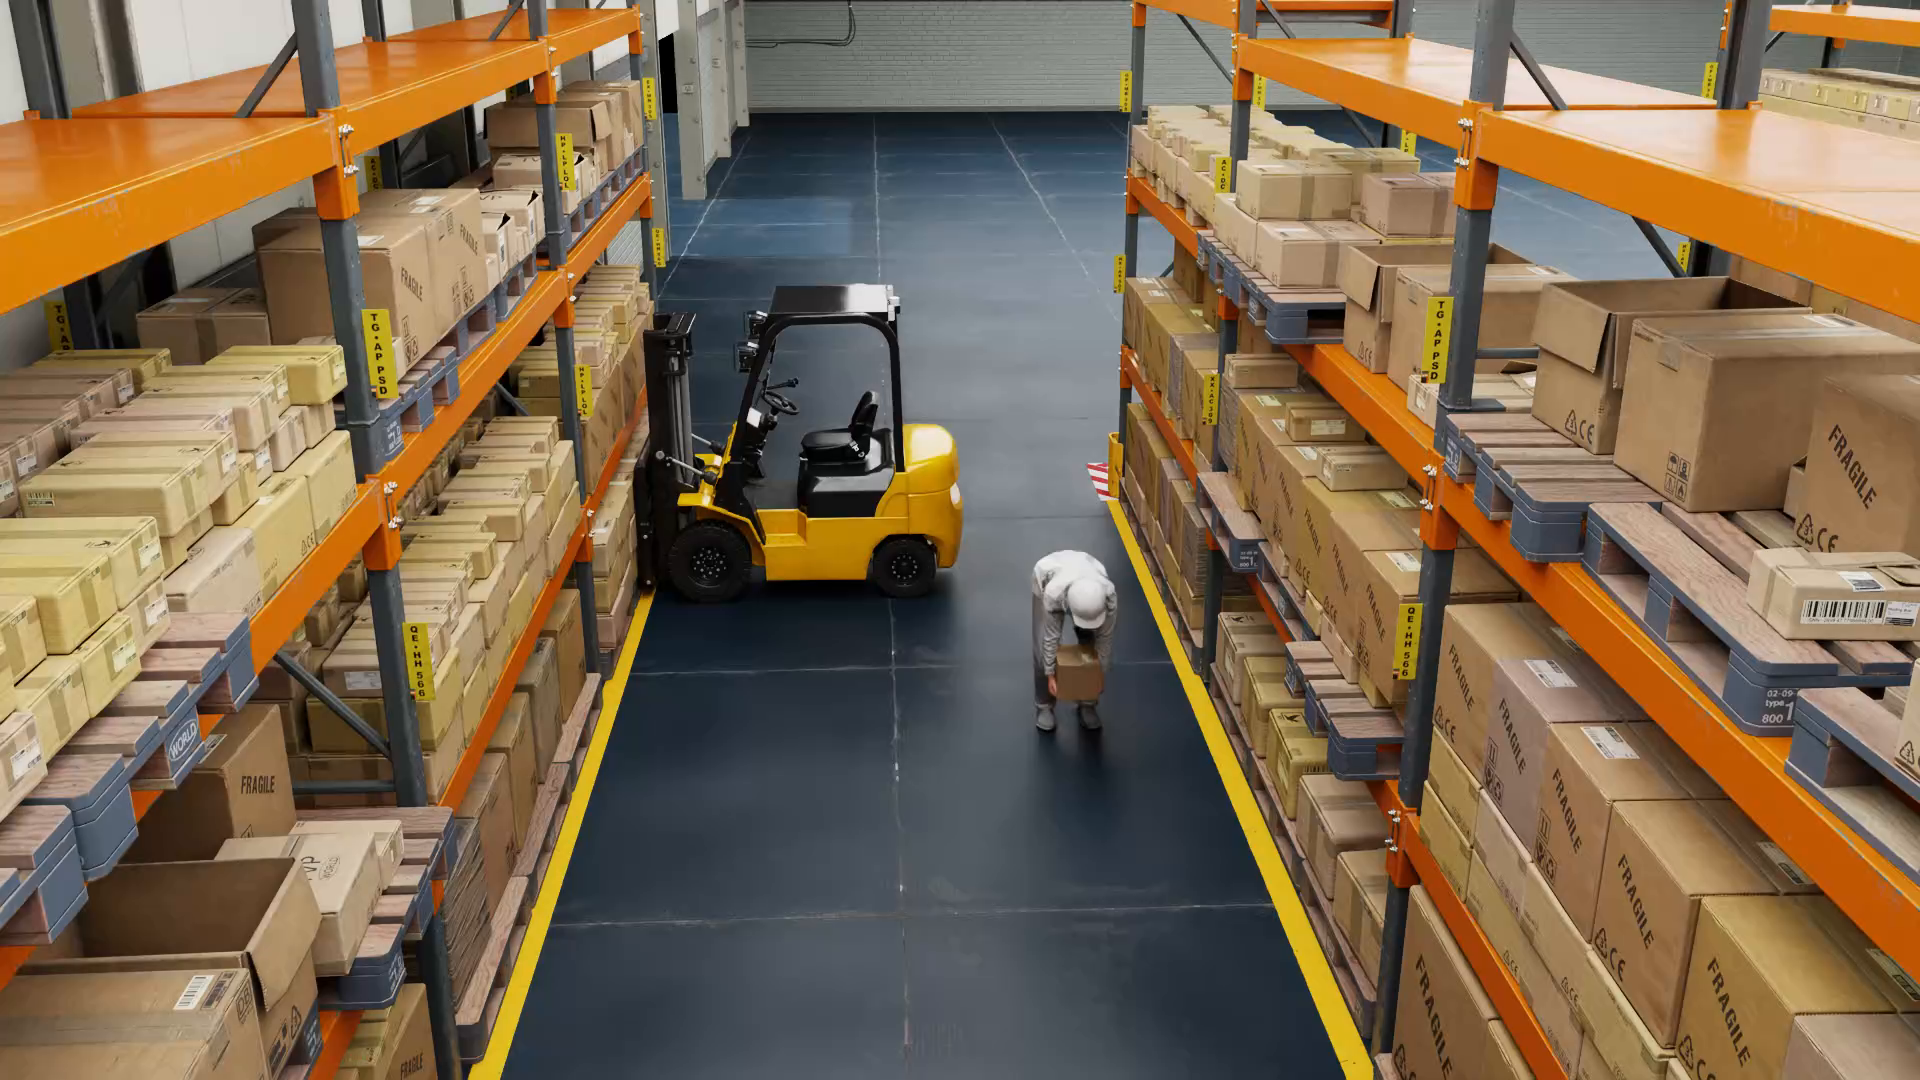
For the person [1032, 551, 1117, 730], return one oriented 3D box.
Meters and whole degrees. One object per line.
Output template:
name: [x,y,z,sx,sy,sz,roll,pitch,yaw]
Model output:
person: [0.698,0.662,10.071,0.459,1.202,0.995,-2,20,-5]
